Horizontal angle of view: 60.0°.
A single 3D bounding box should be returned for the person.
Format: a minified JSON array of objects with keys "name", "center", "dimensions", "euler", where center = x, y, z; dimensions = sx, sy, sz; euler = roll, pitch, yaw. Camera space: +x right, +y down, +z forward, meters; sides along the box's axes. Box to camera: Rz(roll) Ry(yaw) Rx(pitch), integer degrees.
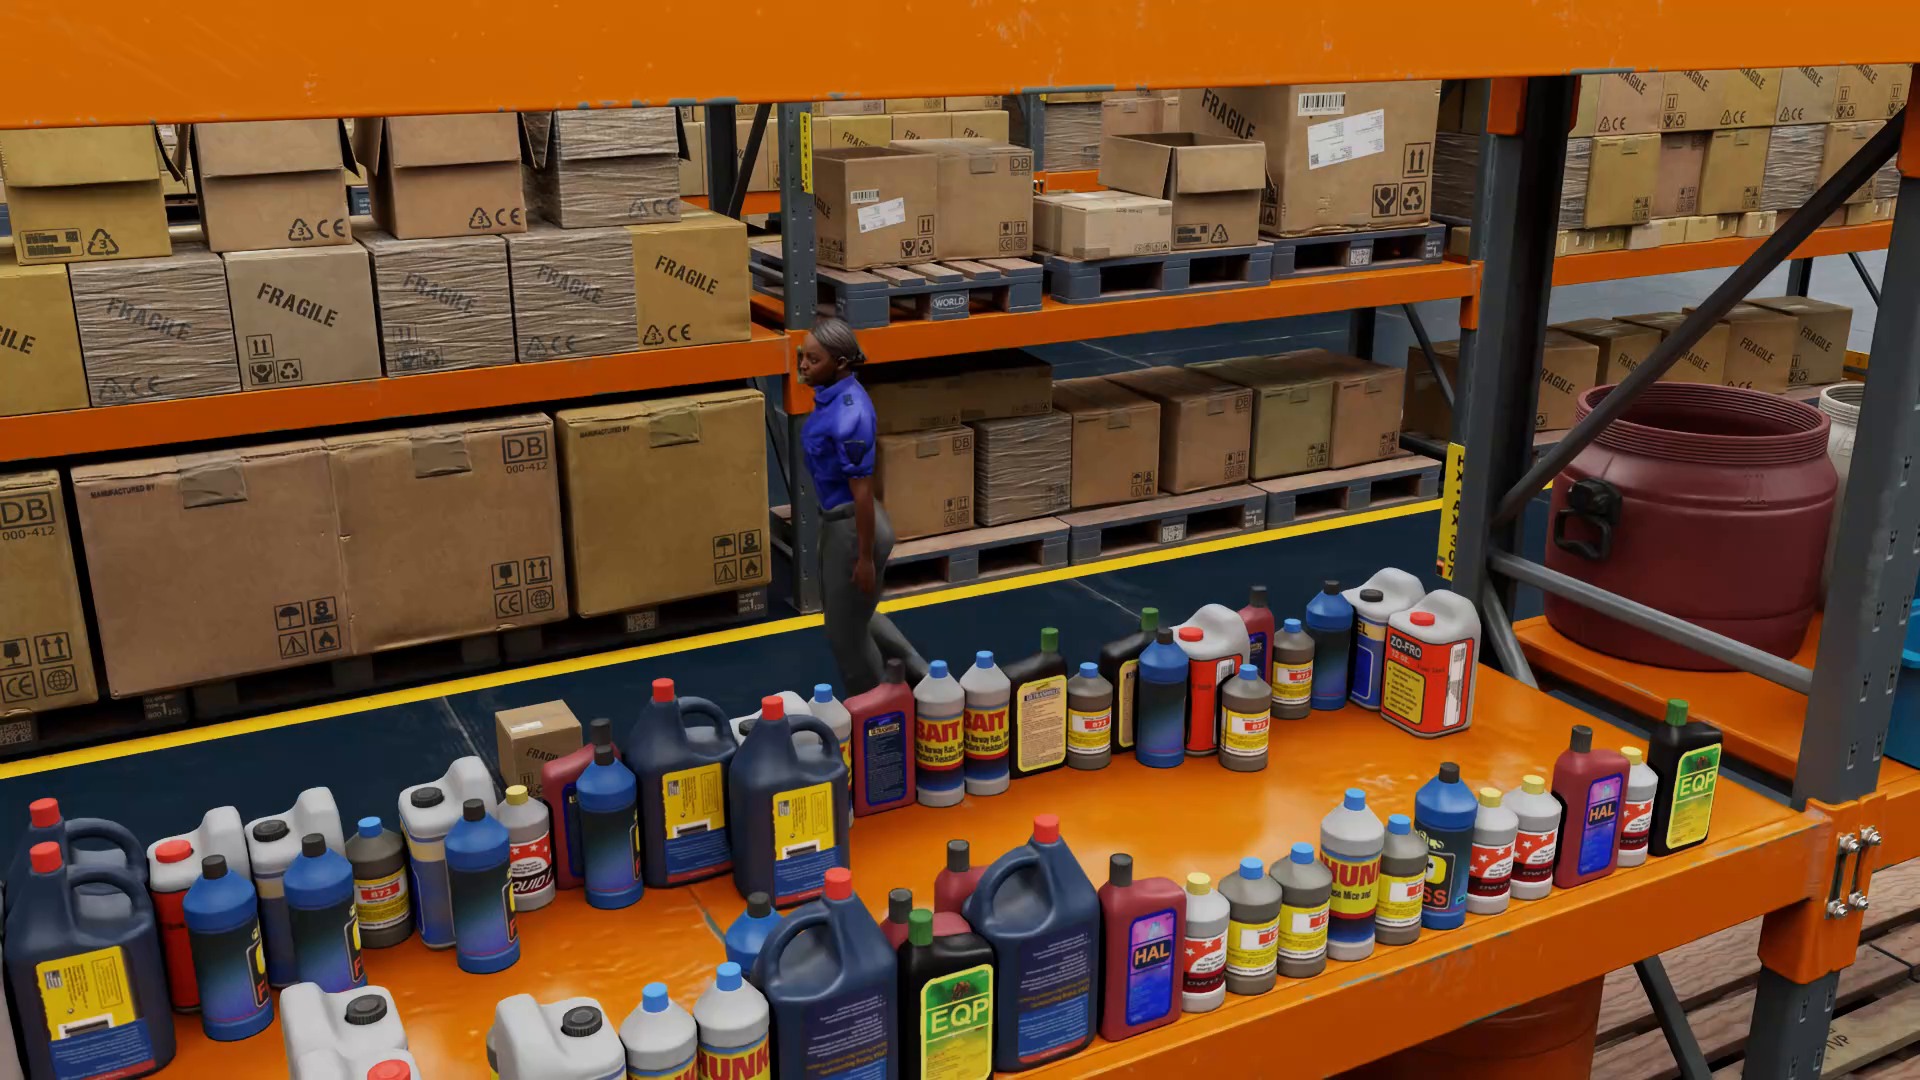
[{"name":"person","center":[-0.314,-0.020,6.130],"dimensions":[0.527,1.650,0.523],"euler":[-2,19,-7]}]
